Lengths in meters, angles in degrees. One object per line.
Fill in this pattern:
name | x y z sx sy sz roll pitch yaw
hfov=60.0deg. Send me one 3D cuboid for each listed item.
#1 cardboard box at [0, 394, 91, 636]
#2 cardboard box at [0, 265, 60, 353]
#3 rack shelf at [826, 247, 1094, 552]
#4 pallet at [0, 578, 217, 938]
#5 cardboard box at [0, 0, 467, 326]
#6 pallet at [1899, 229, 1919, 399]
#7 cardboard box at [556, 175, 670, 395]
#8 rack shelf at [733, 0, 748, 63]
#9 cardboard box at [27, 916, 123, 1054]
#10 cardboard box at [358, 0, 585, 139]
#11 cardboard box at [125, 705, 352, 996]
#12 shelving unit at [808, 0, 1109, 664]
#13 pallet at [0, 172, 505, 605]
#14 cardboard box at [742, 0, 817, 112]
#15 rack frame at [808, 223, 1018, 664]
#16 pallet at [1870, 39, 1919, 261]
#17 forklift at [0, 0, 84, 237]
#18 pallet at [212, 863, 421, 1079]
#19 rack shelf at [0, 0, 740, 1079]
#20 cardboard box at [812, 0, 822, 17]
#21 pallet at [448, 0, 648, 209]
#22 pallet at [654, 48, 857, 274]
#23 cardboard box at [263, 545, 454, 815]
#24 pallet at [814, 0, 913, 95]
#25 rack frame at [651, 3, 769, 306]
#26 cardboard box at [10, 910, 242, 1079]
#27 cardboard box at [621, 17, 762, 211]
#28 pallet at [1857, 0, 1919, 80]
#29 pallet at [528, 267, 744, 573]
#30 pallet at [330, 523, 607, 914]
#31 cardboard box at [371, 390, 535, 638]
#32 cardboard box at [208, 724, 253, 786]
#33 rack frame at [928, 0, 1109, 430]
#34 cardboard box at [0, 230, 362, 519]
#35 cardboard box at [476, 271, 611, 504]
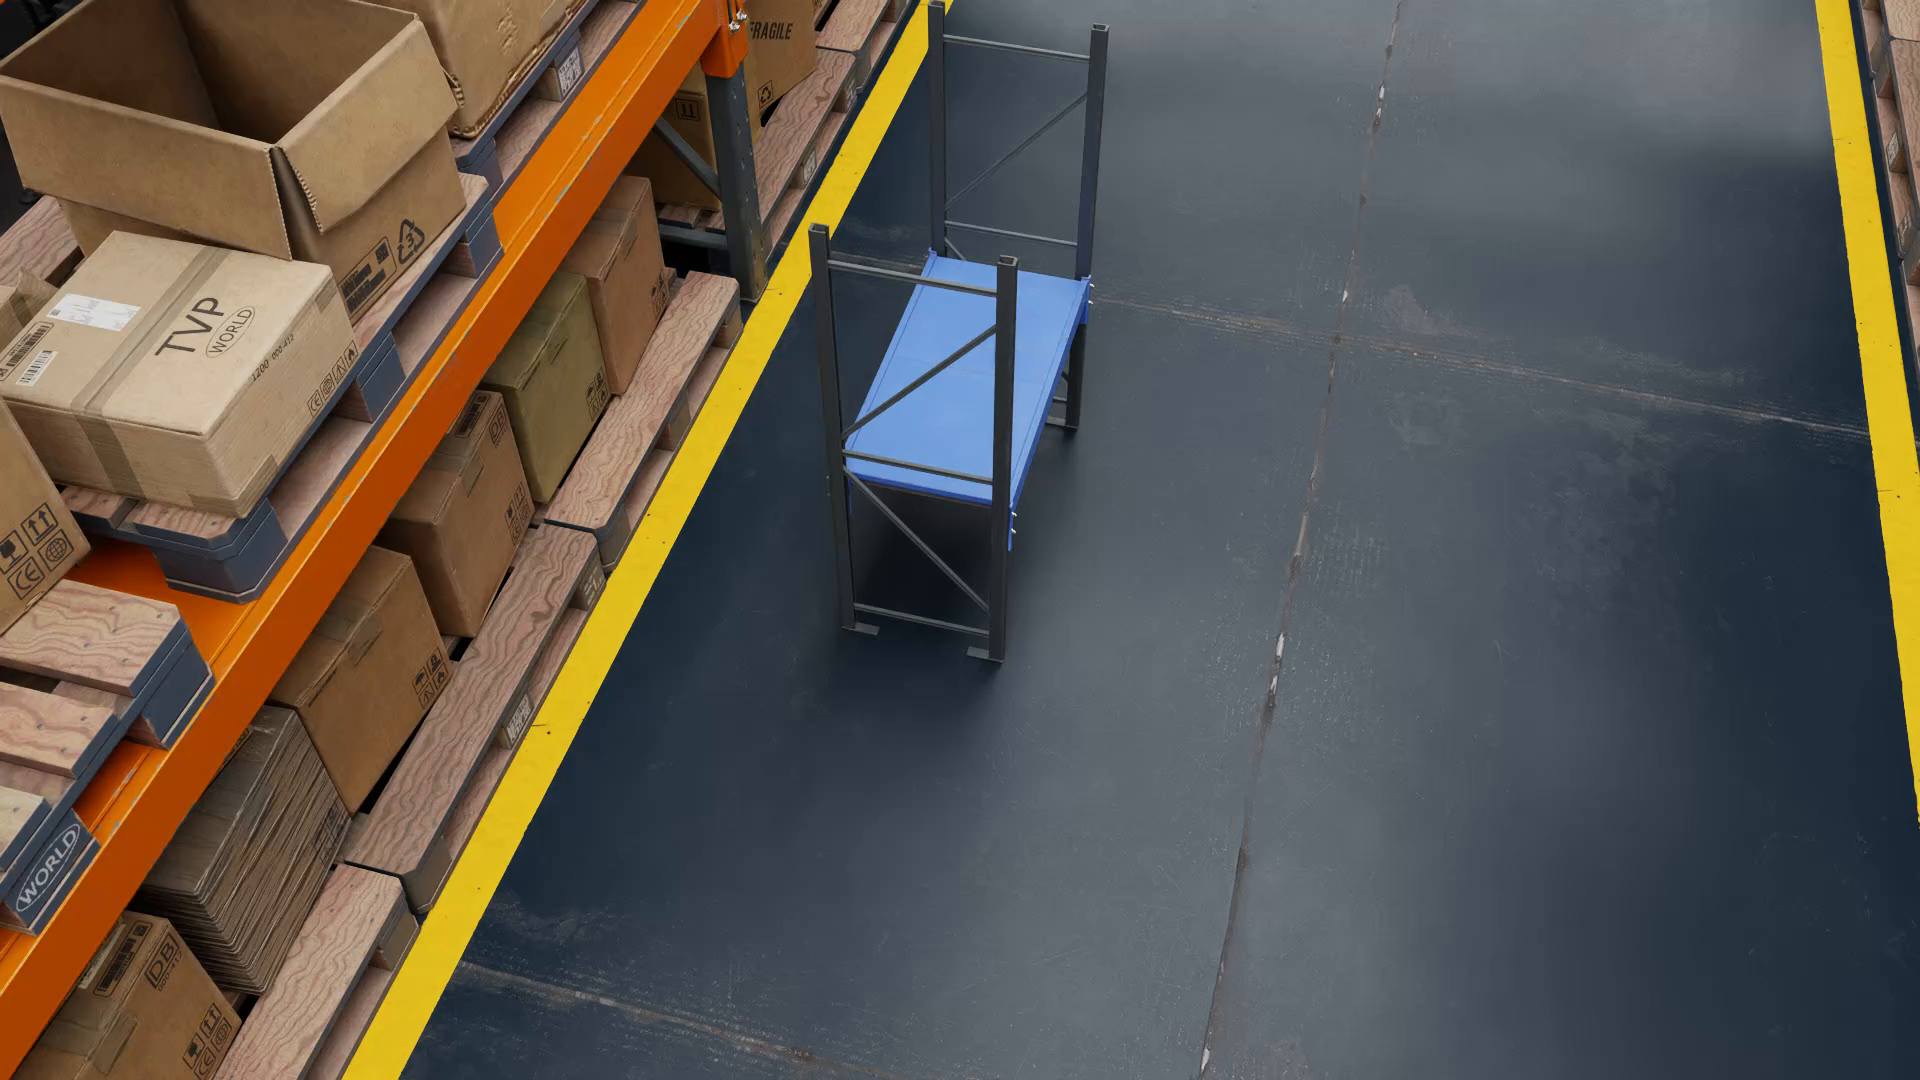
cardboard box | -2.097 -0.082 2.975 0.700 0.500 0.500 18 51 16
cardboard box | -2.072 -0.442 3.449 0.396 0.266 0.258 10 49 9
rack shelf | 0.022 -0.439 4.877 0.538 0.185 1.000 12 50 10
pallet | -2.166 0.439 2.990 1.213 0.211 1.003 12 50 10
cardboard box | -1.565 -0.882 3.679 0.797 0.503 0.637 16 51 14
pallet | 3.797 -0.559 5.602 1.003 0.211 1.213 12 50 10
cardboard box | -1.380 -0.860 5.382 0.700 0.500 0.500 8 49 7
rack shelf | -0.672 -3.190 6.545 1.077 0.370 4.000 12 50 10
cardboard box | -2.103 0.855 3.369 0.500 0.250 0.500 13 50 12
cardboard box | -1.542 -1.772 4.133 1.000 1.000 1.000 12 50 10
cardboard box | -1.960 0.701 4.004 0.700 0.500 0.500 8 49 7
shelving unit | 0.022 -0.558 4.742 0.538 1.500 1.048 12 50 10
pallet | -1.769 -0.465 3.787 1.003 0.211 1.213 12 50 10
cardboard box | -0.911 -1.990 6.393 0.500 0.500 0.500 27 54 22
rack frame | -0.111 -0.190 4.418 0.500 1.500 0.032 12 50 10
pallet | 4.116 -1.444 6.384 1.003 0.211 1.213 12 50 10
forklift | -3.106 -2.006 5.066 1.130 2.935 3.031 14 50 12
pallet | -2.044 1.270 3.989 1.003 0.211 1.213 12 50 10
rack shelf | -1.724 -0.297 3.991 1.077 0.370 4.000 12 50 10
cardboard box | -0.823 -2.455 6.803 0.500 0.500 0.500 8 49 7
pallet | -1.540 -1.394 4.607 1.003 0.211 1.213 12 50 10
pallet | -1.055 -1.551 6.478 1.003 0.211 1.213 12 50 10
cardboard box | -1.818 0.290 4.367 0.700 0.500 0.500 15 50 13
pallet | -0.736 -2.437 7.260 1.003 0.211 1.213 12 50 10
rack frame | -1.198 -1.981 4.998 1.000 3.000 0.127 12 50 10
cardboard box | -2.094 1.105 3.648 0.700 0.500 0.500 9 49 8
cardboard box | -1.054 -1.575 6.026 0.500 0.500 0.500 10 49 9
pallet | 4.439 -2.324 7.160 1.003 0.211 1.213 12 50 10
pallet | -1.402 -0.495 5.546 1.003 0.211 1.213 12 50 10
pallet | -1.721 0.390 4.765 1.003 0.211 1.213 12 50 10
cardboard box | -1.671 -0.114 4.724 0.700 0.500 0.500 8 49 7
cardboard box | -1.974 0.469 3.709 0.500 0.250 0.500 17 51 14
rack frame | 0.156 -0.926 5.067 0.500 1.500 0.032 12 50 10
cardboard box | -1.588 -0.344 3.373 0.500 0.250 0.500 10 49 9
cardboard box | -1.524 -0.519 5.081 0.700 0.500 0.500 11 50 10
